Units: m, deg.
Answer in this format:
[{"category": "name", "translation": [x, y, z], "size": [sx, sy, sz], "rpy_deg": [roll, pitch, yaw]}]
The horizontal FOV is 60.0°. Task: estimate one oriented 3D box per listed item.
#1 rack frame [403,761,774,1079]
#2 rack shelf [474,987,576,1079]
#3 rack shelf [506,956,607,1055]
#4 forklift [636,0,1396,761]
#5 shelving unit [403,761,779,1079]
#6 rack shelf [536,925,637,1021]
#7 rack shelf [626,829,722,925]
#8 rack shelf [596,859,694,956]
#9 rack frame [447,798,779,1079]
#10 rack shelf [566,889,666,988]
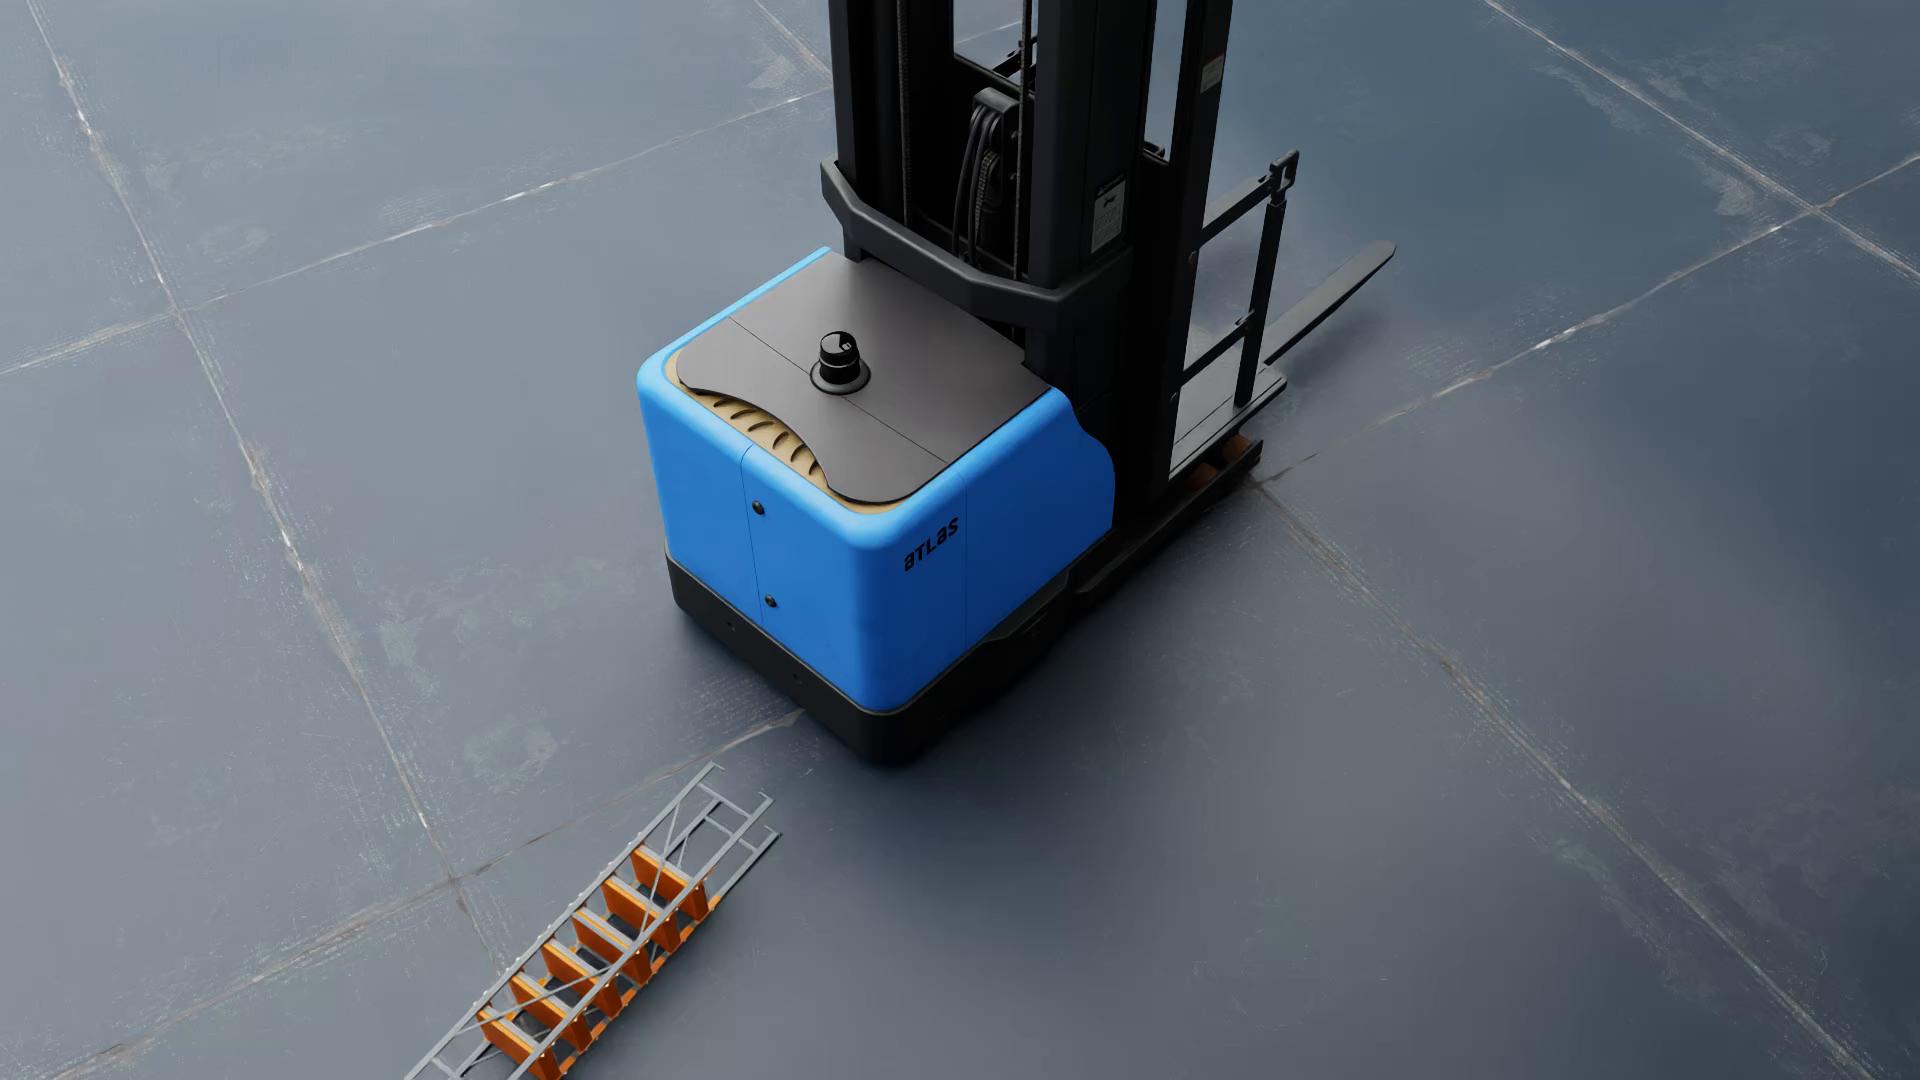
[{"category": "rack frame", "translation": [-0.984, 1.070, 4.545], "size": [0.240, 0.006, 1.200], "rpy_deg": [28, 54, 23]}, {"category": "rack shelf", "translation": [-1.167, 1.324, 4.442], "size": [0.258, 0.180, 0.103], "rpy_deg": [28, 54, 23]}, {"category": "rack shelf", "translation": [-1.097, 1.250, 4.507], "size": [0.258, 0.180, 0.103], "rpy_deg": [28, 54, 23]}, {"category": "forklift", "translation": [0.424, -1.315, 4.958], "size": [1.130, 2.935, 3.031], "rpy_deg": [35, 57, 27]}, {"category": "shelving unit", "translation": [-0.984, 1.131, 4.613], "size": [0.258, 0.189, 1.200], "rpy_deg": [28, 54, 23]}, {"category": "rack shelf", "translation": [-1.028, 1.177, 4.572], "size": [0.258, 0.180, 0.103], "rpy_deg": [28, 54, 23]}, {"category": "rack shelf", "translation": [-0.820, 0.958, 4.767], "size": [0.258, 0.180, 0.103], "rpy_deg": [28, 54, 23]}, {"category": "rack shelf", "translation": [-0.889, 1.031, 4.702], "size": [0.258, 0.180, 0.103], "rpy_deg": [28, 54, 23]}, {"category": "rack frame", "translation": [-0.984, 1.192, 4.681], "size": [0.240, 0.006, 1.200], "rpy_deg": [28, 54, 23]}, {"category": "rack shelf", "translation": [-0.959, 1.104, 4.637], "size": [0.258, 0.180, 0.103], "rpy_deg": [28, 54, 23]}]
